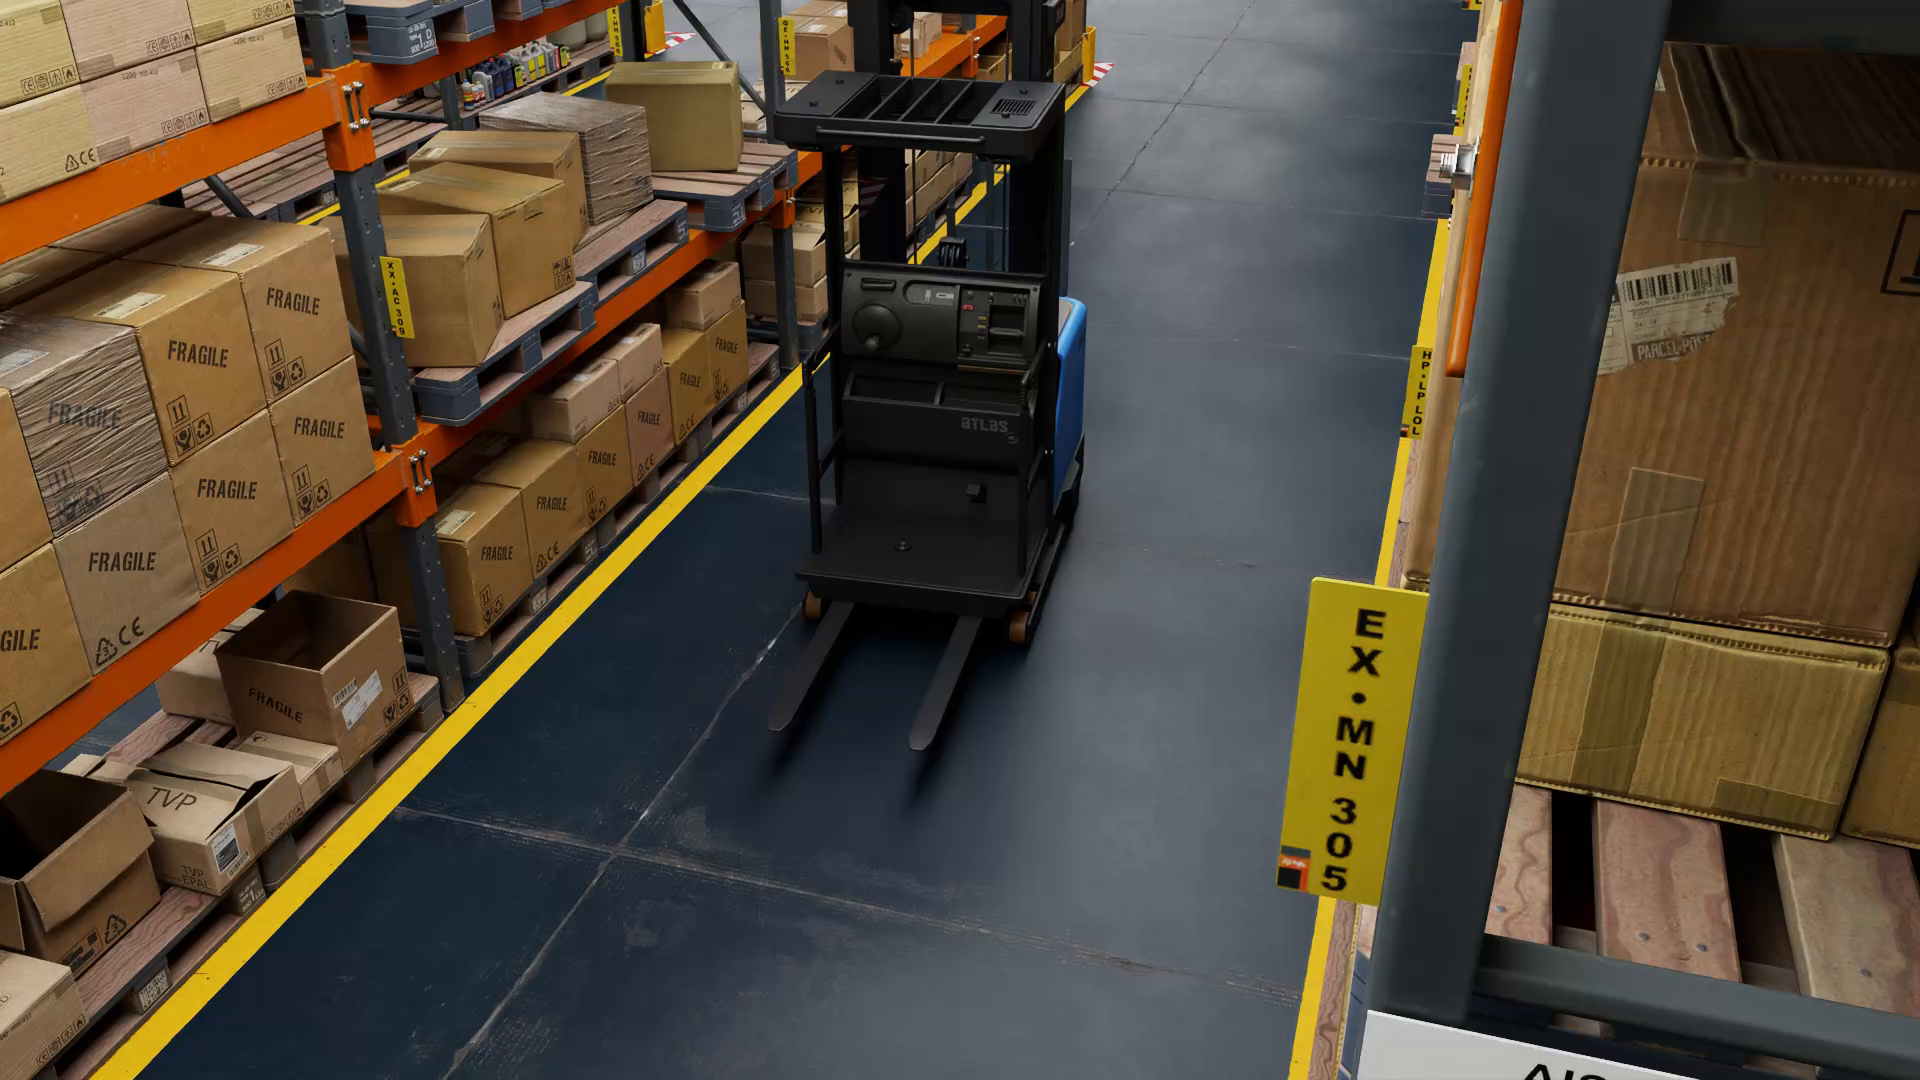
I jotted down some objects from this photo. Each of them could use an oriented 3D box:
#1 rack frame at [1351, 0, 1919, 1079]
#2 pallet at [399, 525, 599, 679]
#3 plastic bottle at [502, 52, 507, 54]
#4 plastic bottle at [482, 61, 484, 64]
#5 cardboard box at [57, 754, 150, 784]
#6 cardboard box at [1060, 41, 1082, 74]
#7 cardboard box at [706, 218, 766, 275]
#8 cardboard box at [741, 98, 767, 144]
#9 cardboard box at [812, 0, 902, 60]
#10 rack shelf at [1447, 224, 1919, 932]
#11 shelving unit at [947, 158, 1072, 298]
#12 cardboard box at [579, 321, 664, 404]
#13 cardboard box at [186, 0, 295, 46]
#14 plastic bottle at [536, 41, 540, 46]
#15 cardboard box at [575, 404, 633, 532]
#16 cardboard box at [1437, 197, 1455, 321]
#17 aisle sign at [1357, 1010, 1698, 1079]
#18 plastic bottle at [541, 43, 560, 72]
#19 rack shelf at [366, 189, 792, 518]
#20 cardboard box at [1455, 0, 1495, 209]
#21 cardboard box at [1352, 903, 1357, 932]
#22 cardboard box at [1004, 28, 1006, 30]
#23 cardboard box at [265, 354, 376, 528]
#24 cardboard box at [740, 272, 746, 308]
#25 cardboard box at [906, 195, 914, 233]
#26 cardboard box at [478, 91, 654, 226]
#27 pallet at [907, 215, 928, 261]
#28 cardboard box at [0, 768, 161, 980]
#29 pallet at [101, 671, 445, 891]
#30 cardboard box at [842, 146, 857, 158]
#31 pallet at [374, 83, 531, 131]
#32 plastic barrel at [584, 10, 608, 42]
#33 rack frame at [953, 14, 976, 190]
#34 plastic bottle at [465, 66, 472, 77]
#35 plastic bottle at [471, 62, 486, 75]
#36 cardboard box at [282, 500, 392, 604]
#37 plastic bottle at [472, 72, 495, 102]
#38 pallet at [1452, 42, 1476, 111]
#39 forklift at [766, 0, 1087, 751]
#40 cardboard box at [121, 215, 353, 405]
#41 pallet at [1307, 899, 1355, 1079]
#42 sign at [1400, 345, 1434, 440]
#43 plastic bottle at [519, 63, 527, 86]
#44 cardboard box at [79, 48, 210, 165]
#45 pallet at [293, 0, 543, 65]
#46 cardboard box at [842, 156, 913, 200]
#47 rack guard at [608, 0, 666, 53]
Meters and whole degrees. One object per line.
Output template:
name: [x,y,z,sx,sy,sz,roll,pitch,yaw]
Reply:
rack frame: [0.850,-0.695,0.742,1.000,3.000,0.127,8,30,15]
pallet: [-2.509,0.198,8.177,1.003,0.211,1.213,8,30,15]
plastic bottle: [-4.754,-5.124,17.229,0.097,0.271,0.097,0,29,0]
plastic bottle: [-4.884,-4.918,16.859,0.097,0.271,0.097,0,29,0]
cardboard box: [-3.286,0.977,6.371,0.380,0.166,0.250,8,30,15]
cardboard box: [0.935,-4.904,16.877,0.500,0.250,0.500,8,30,15]
cardboard box: [-1.620,-2.001,11.082,0.500,0.311,0.500,9,30,16]
cardboard box: [-1.389,-2.620,10.465,0.500,0.311,0.500,10,31,18]
cardboard box: [-0.759,-3.799,12.391,0.500,0.500,0.500,11,31,18]
rack shelf: [1.438,0.001,3.317,1.077,0.370,4.000,8,30,15]
shelving unit: [0.290,-1.339,9.615,0.538,1.500,1.048,6,30,11]
cardboard box: [-1.897,-0.952,8.724,0.500,0.250,0.500,8,30,14]
cardboard box: [-2.595,-1.836,5.519,0.500,0.250,0.500,8,30,15]
plastic bottle: [-4.246,-4.913,16.838,0.061,0.283,0.133,8,30,15]
cardboard box: [-2.037,-0.408,8.516,0.500,0.500,0.500,9,30,15]
cardboard box: [1.111,-0.408,2.932,0.500,0.250,0.500,8,30,13]
aisle sign: [0.543,0.782,1.585,0.394,0.787,0.004,8,30,15]
plastic bottle: [-4.144,-4.895,16.813,0.152,0.276,0.135,9,30,15]
rack shelf: [-2.125,-1.252,8.655,1.077,0.370,4.000,8,30,15]
cardboard box: [1.107,-0.727,2.734,0.500,0.500,0.500,7,30,13]
cardboard box: [1.426,0.865,3.801,0.980,0.700,0.700,7,30,12]
cardboard box: [0.510,-4.533,15.437,0.500,0.500,0.500,8,30,15]
cardboard box: [-2.613,-0.412,6.302,0.500,0.500,0.500,9,30,16]
cardboard box: [-1.617,-1.757,11.219,0.500,0.250,0.500,9,30,16]
cardboard box: [-0.659,-2.394,12.364,0.500,0.250,0.500,9,30,16]
cardboard box: [-2.066,-2.017,8.755,0.700,0.500,0.500,14,32,24]
pallet: [-0.899,-2.219,12.522,1.003,0.211,1.213,8,30,15]
cardboard box: [-3.259,1.136,5.739,0.797,0.503,0.637,8,30,15]
pallet: [-2.915,0.901,6.914,1.003,0.211,1.213,8,30,15]
cardboard box: [-1.026,-2.953,12.792,0.500,0.311,0.500,8,30,13]
pallet: [-4.861,-4.151,15.994,1.003,0.211,1.213,8,30,15]
plastic barrel: [-4.044,-5.702,18.041,0.421,0.512,0.421,0,29,0]
rack frame: [-0.364,-4.355,13.493,1.000,3.000,0.127,8,30,15]
plastic bottle: [-4.880,-4.708,16.470,0.061,0.283,0.133,8,30,15]
plastic bottle: [-4.602,-4.434,15.908,0.144,0.351,0.185,8,30,15]
cardboard box: [-2.841,-0.007,7.796,0.500,0.500,0.500,8,30,15]
plastic bottle: [-4.517,-4.305,15.752,0.152,0.276,0.135,10,30,17]
pallet: [4.009,-3.231,11.670,1.003,0.211,1.213,8,30,15]
forklift: [-0.139,-0.984,7.505,1.130,2.935,3.031,6,30,11]
cardboard box: [-2.613,-0.846,6.053,0.500,0.500,0.500,9,30,15]
pallet: [1.727,1.629,5.605,1.003,0.211,1.213,8,30,15]
sign: [1.503,-0.476,5.411,0.100,0.325,0.005,8,30,15]
plastic bottle: [-4.303,-4.565,16.296,0.097,0.201,0.097,0,29,0]
cardboard box: [-2.757,-1.387,5.227,0.500,0.250,0.500,8,30,15]
pallet: [-2.453,-2.159,6.653,1.213,0.211,1.003,8,30,15]
cardboard box: [-0.655,-2.645,12.239,0.500,0.311,0.500,8,30,14]
rack guard: [-3.901,-5.788,18.640,1.175,0.500,0.348,8,30,15]
